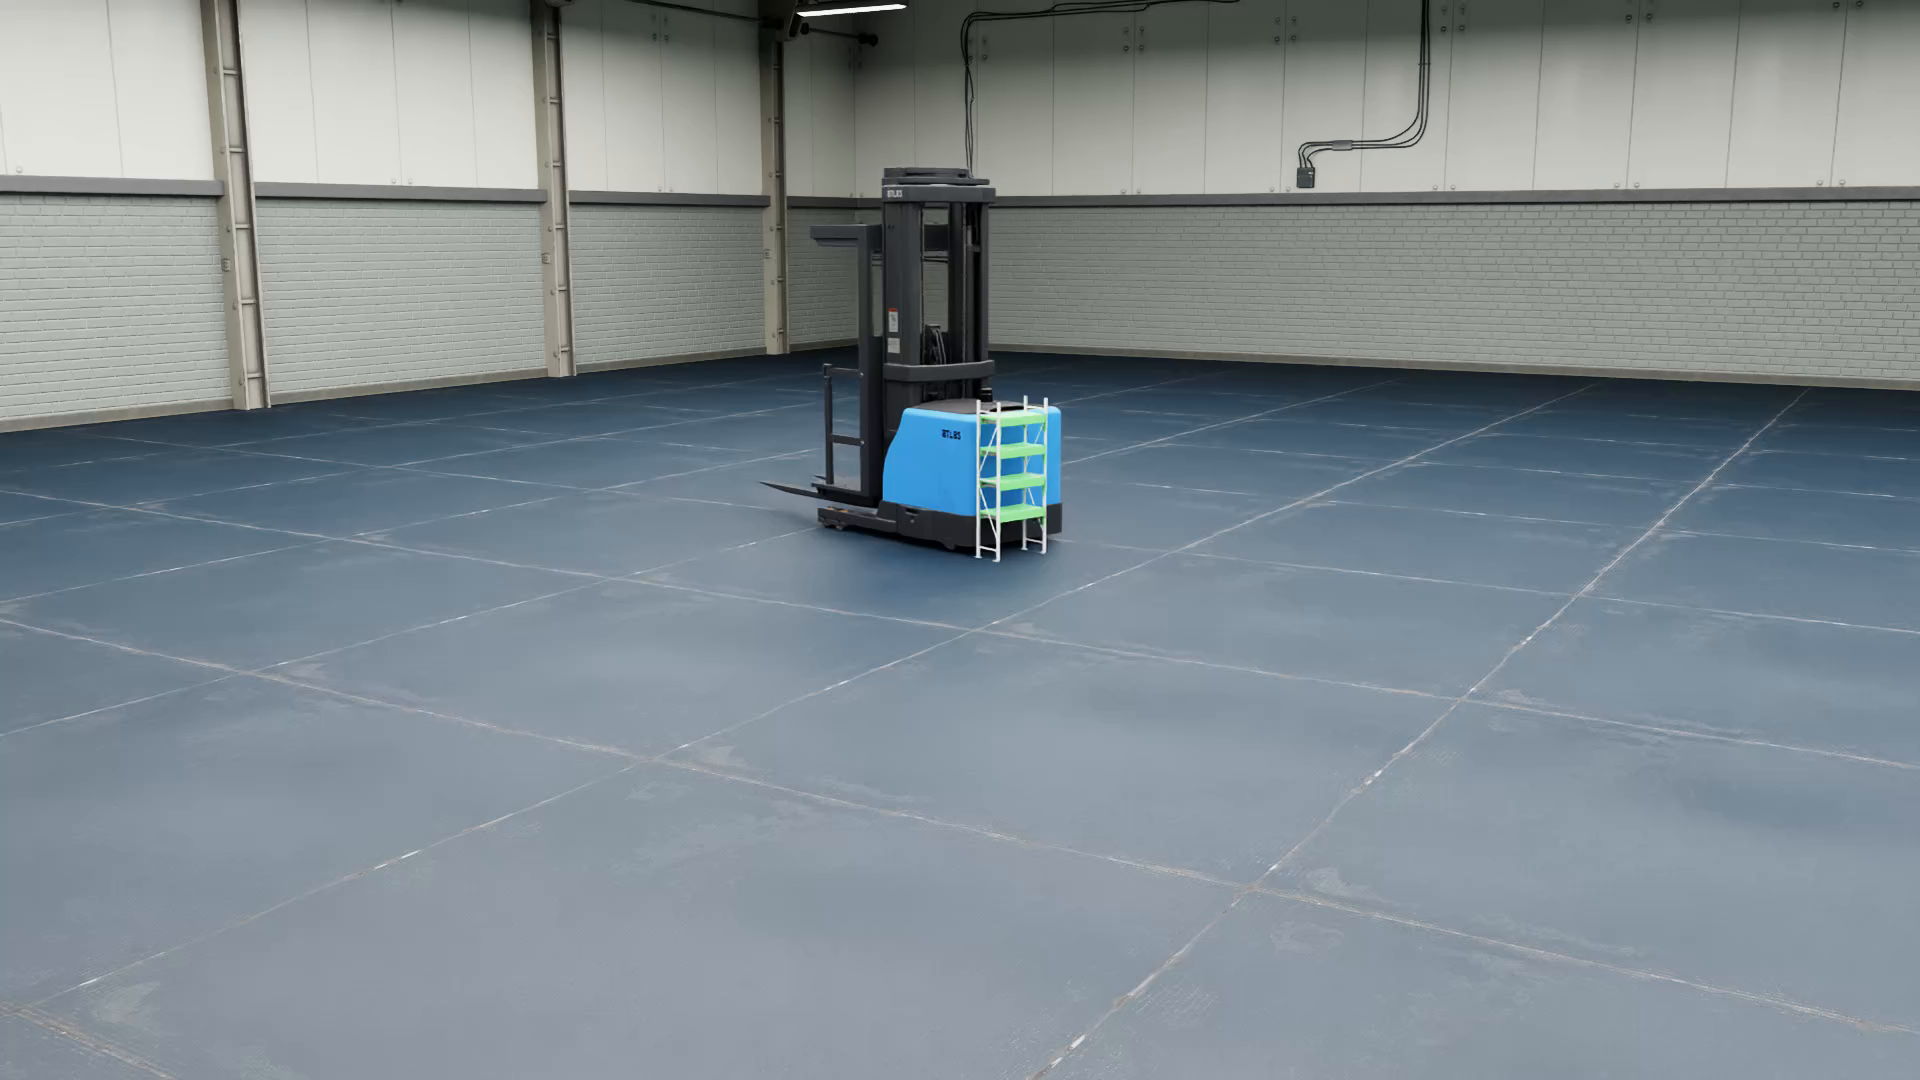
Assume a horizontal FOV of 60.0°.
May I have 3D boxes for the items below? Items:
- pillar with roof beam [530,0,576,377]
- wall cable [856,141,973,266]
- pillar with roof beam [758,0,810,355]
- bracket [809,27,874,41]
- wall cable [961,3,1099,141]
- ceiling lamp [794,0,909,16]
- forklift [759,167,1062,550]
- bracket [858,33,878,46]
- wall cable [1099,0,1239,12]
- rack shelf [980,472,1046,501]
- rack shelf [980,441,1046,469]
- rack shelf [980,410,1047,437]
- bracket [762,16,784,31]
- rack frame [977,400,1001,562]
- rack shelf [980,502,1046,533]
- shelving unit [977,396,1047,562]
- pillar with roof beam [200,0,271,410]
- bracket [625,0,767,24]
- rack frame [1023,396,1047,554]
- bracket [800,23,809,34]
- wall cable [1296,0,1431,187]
[{"bbox_3d":[-3.088,-6.798,25.226,9.100,9.000,0.548,6,12,31],"label":"pillar with roof beam"},{"bbox_3d":[-0.993,-6.964,34.549,3.097,2.526,0.112,6,12,31],"label":"wall cable"},{"bbox_3d":[0.027,-7.742,30.267,9.100,9.000,0.548,6,12,31],"label":"pillar with roof beam"},{"bbox_3d":[-2.210,-10.233,33.795,0.076,0.066,3.189,6,12,31],"label":"bracket"},{"bbox_3d":[1.319,-9.188,32.704,3.097,2.526,0.112,6,12,31],"label":"wall cable"},{"bbox_3d":[-1.599,-9.961,26.257,2.000,3.185,0.800,6,12,31],"label":"ceiling lamp"},{"bbox_3d":[-0.544,-1.578,13.835,1.130,2.935,3.031,-9,14,-41],"label":"forklift"},{"bbox_3d":[-1.903,-10.326,34.291,0.235,0.232,0.430,6,12,31],"label":"bracket"},{"bbox_3d":[3.964,-11.128,30.706,3.097,2.526,0.112,6,12,31],"label":"wall cable"},{"bbox_3d":[0.394,-0.409,12.636,0.480,0.148,0.258,-9,14,-41],"label":"rack shelf"},{"bbox_3d":[0.394,-0.644,12.591,0.480,0.148,0.258,-9,14,-41],"label":"rack shelf"},{"bbox_3d":[0.394,-0.880,12.546,0.480,0.148,0.258,-9,14,-41],"label":"rack shelf"},{"bbox_3d":[-3.564,-9.823,31.603,0.235,0.232,0.430,6,12,31],"label":"bracket"},{"bbox_3d":[0.212,-0.441,12.463,0.015,1.200,0.240,-9,14,-41],"label":"rack frame"},{"bbox_3d":[0.393,-0.173,12.680,0.480,0.148,0.258,-9,14,-41],"label":"rack shelf"},{"bbox_3d":[0.394,-0.471,12.624,0.503,1.200,0.258,-9,14,-41],"label":"shelving unit"},{"bbox_3d":[-6.203,-5.854,20.186,9.100,9.000,0.400,6,12,31],"label":"pillar with roof beam"},{"bbox_3d":[-4.902,-9.418,29.438,0.076,0.066,4.783,6,12,31],"label":"bracket"},{"bbox_3d":[0.575,-0.501,12.784,0.015,1.200,0.240,-9,14,-41],"label":"rack frame"},{"bbox_3d":[-3.134,-9.954,32.300,0.235,0.232,0.430,6,12,31],"label":"bracket"},{"bbox_3d":[7.113,-9.252,29.093,2.305,6.003,0.169,6,12,31],"label":"wall cable"}]
